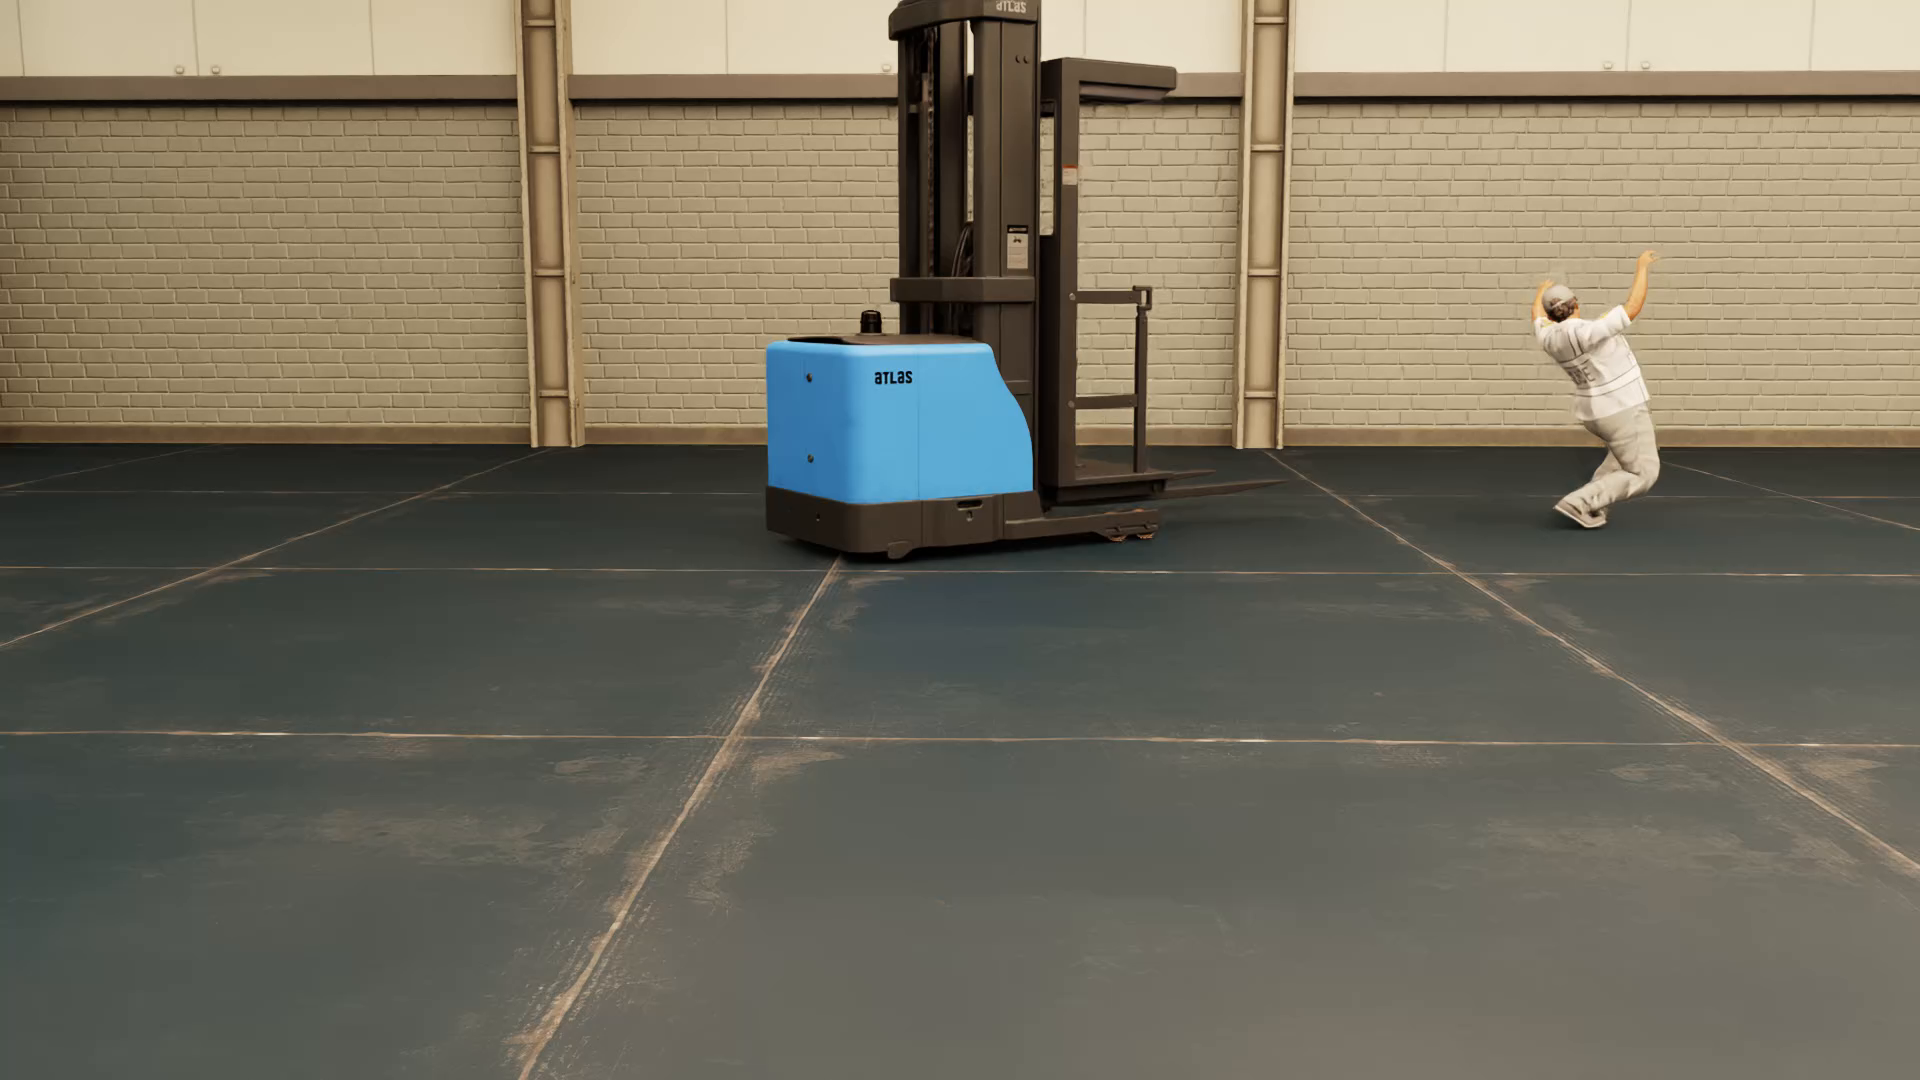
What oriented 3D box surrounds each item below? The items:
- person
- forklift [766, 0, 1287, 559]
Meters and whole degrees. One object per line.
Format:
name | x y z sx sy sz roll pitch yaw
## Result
person | 3.669 -0.865 9.603 0.770 1.583 0.996 0 9 -2
forklift | 0.480 -1.498 9.100 3.031 2.935 1.130 -6 10 -32
